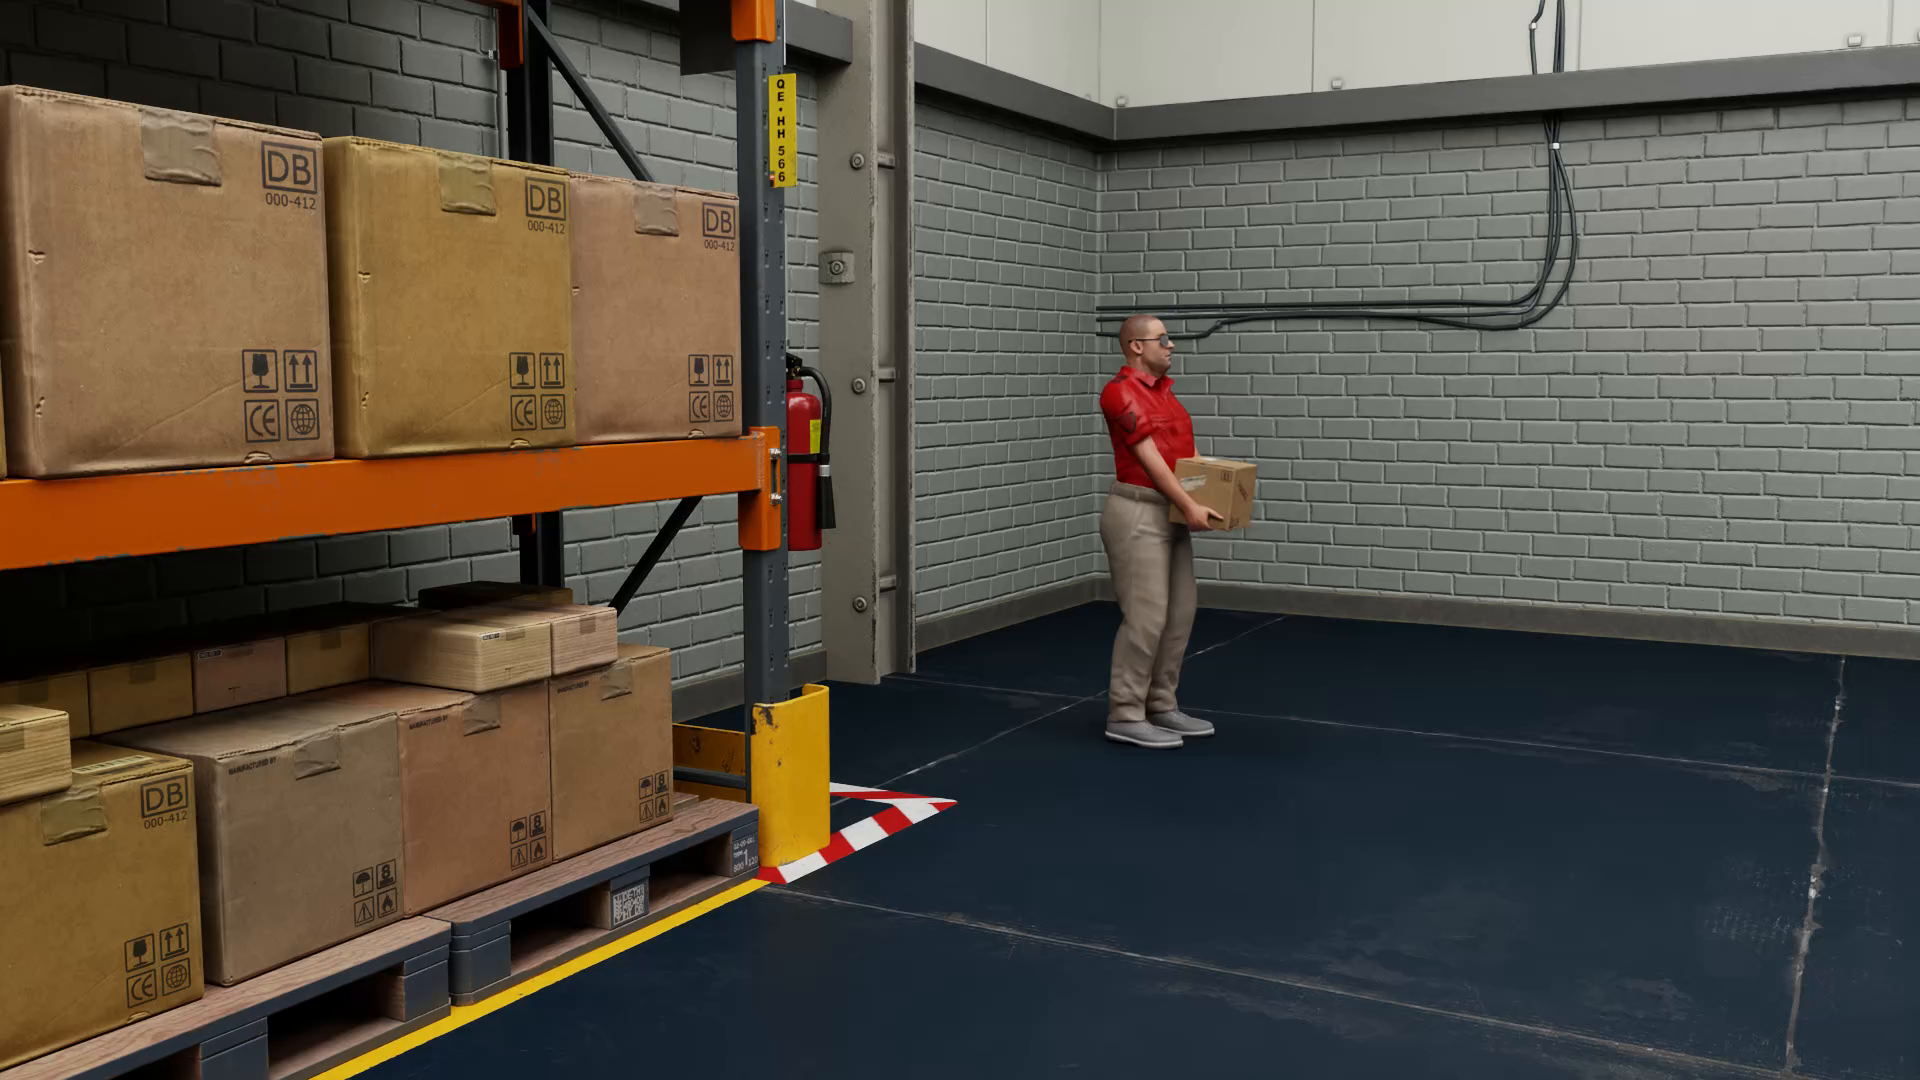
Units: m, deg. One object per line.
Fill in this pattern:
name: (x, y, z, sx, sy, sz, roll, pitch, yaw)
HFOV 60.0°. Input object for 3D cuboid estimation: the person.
person: (0.862, -0.042, 6.697, 0.530, 1.716, 0.493, 3, 7, 29)
